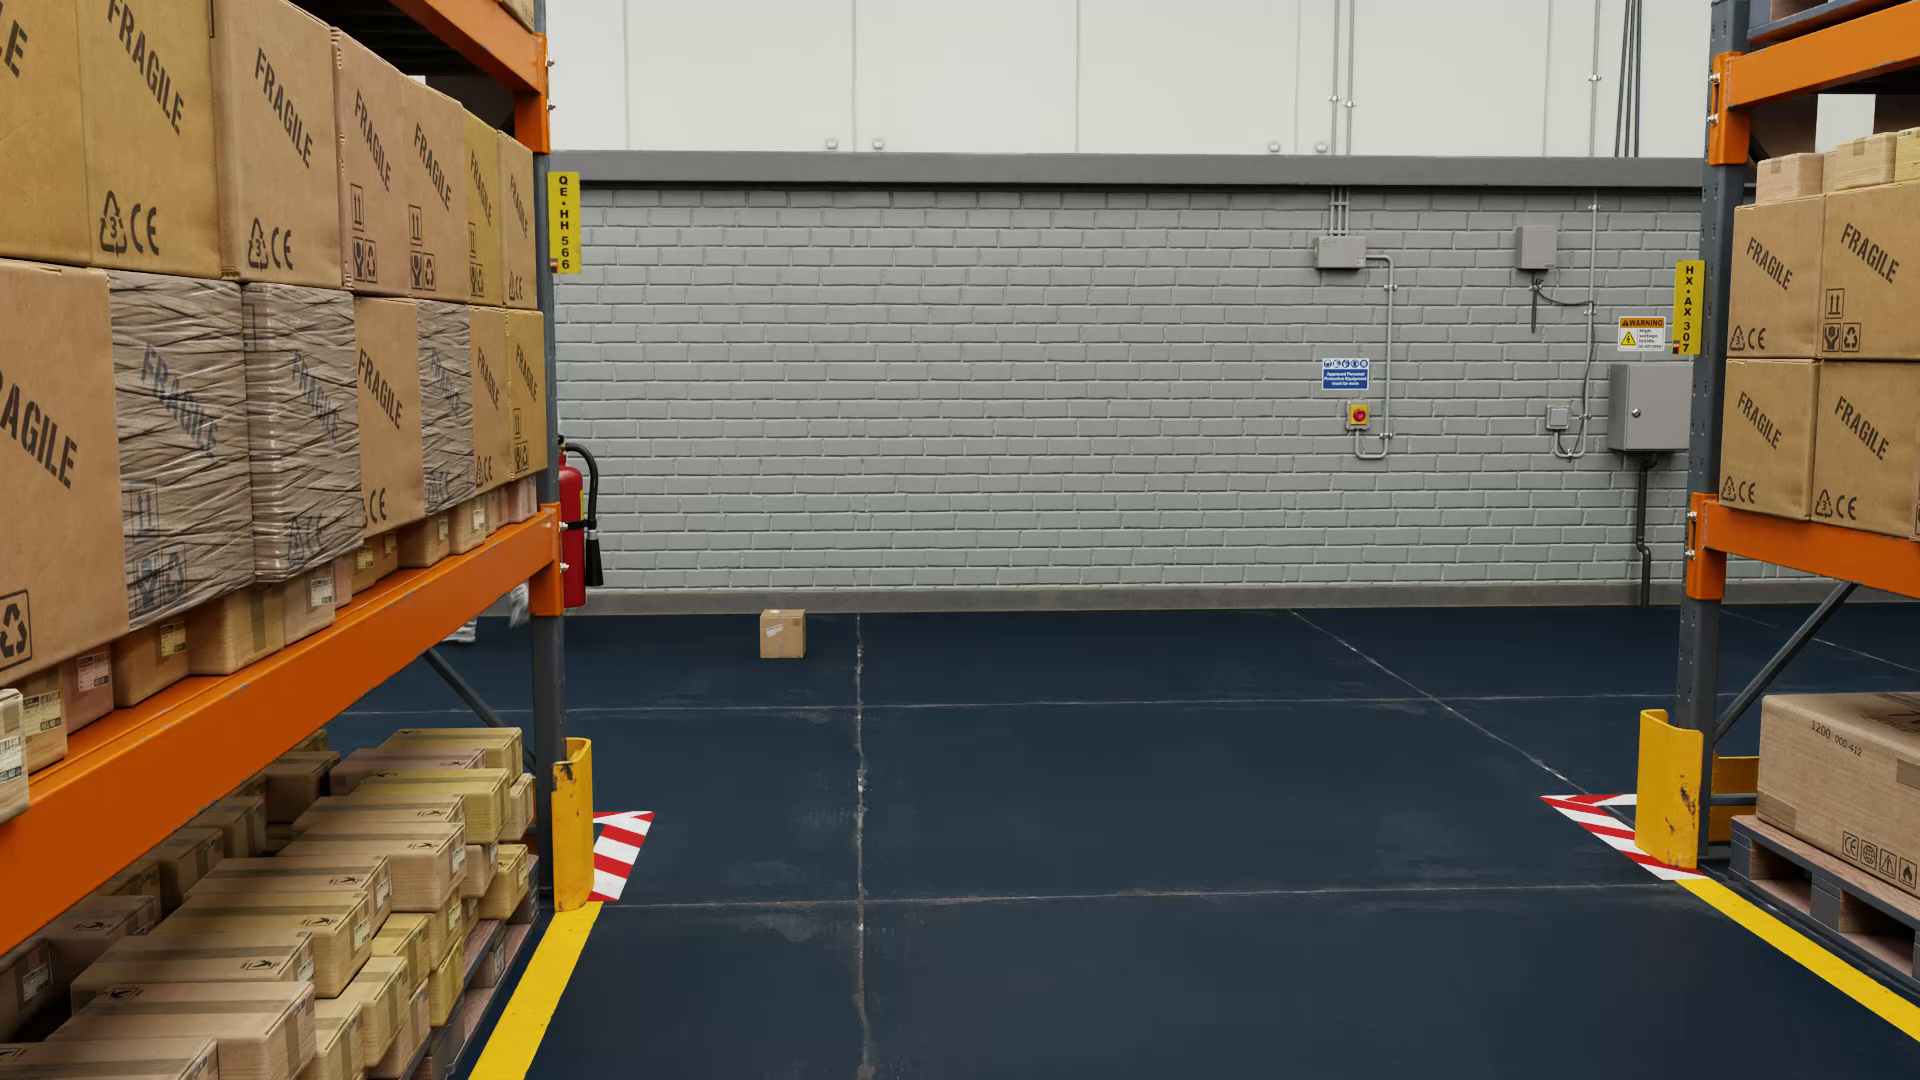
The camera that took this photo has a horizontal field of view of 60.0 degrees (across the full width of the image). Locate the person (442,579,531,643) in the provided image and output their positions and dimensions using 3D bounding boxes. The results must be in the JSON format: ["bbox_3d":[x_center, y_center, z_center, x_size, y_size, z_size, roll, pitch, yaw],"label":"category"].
[{"bbox_3d":[-2.951,-0.266,10.181,0.634,1.781,0.600,2,7,19],"label":"person"}]
